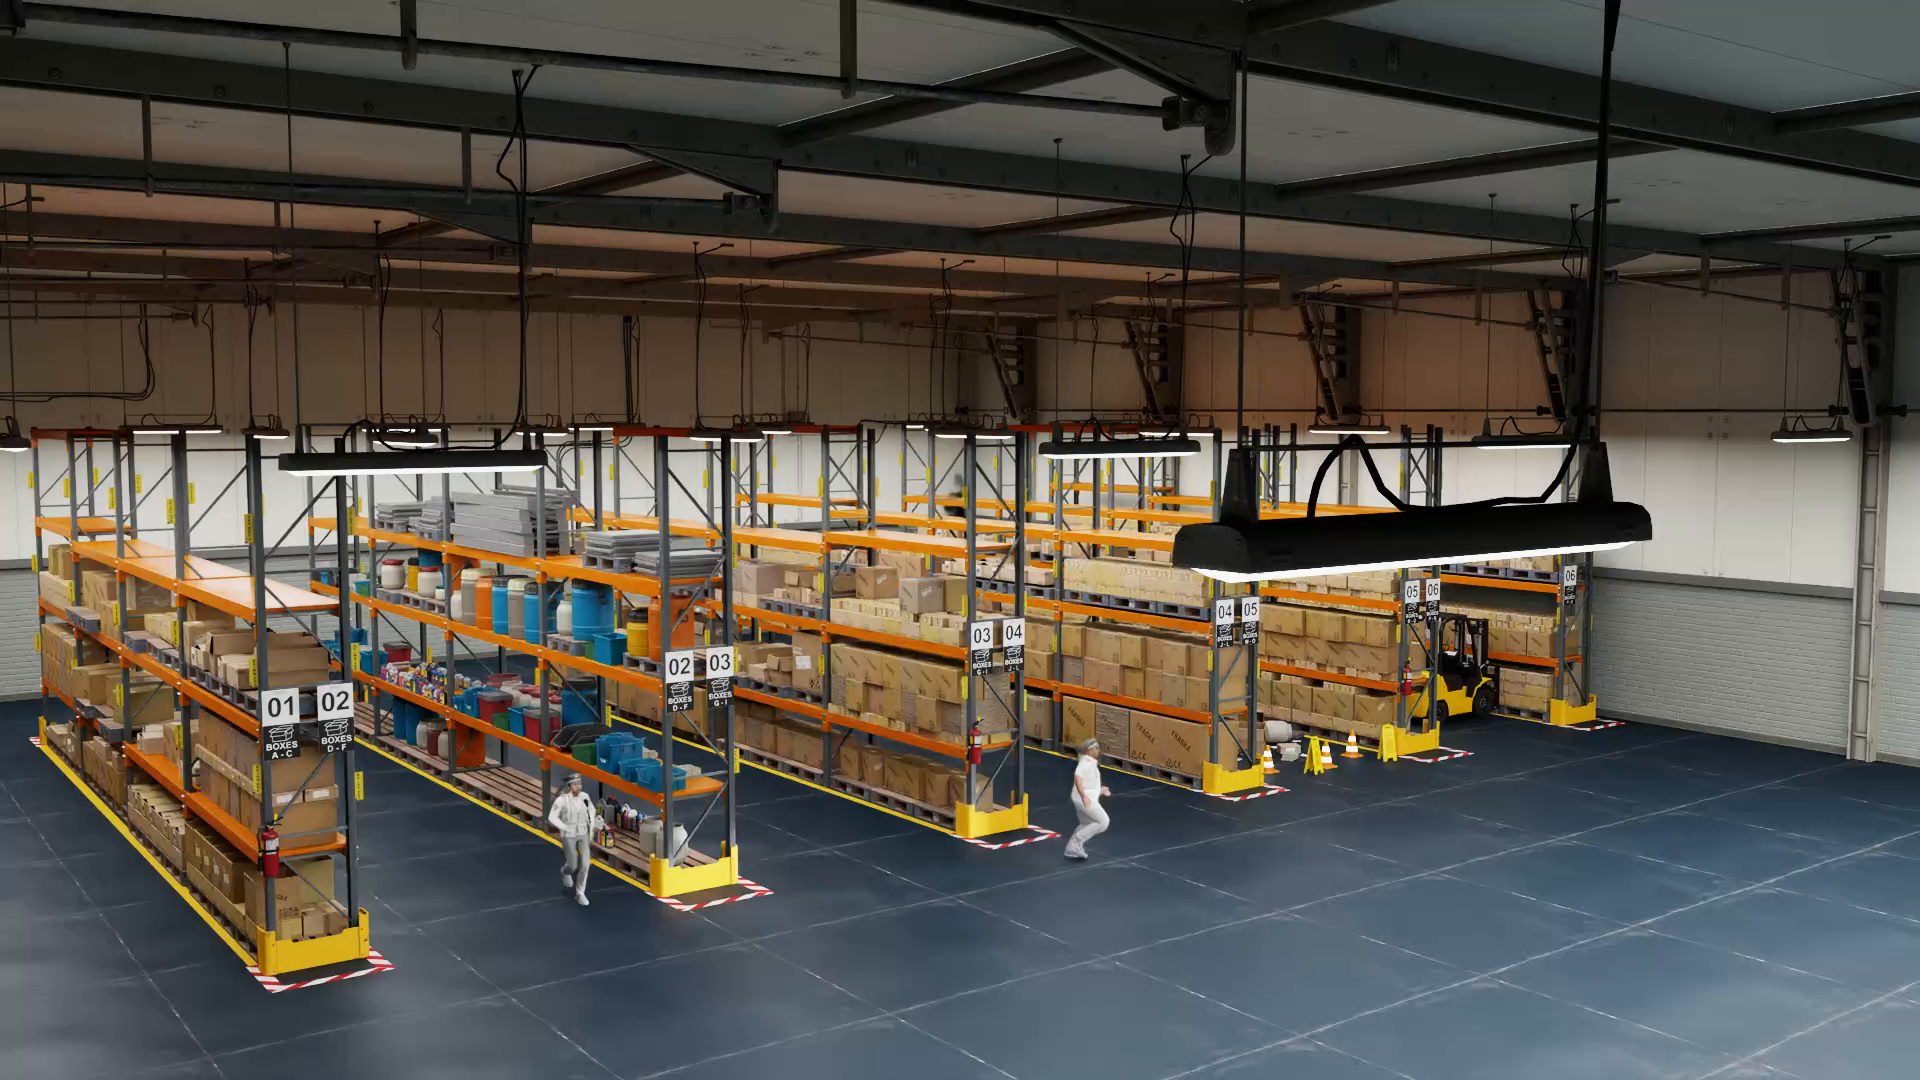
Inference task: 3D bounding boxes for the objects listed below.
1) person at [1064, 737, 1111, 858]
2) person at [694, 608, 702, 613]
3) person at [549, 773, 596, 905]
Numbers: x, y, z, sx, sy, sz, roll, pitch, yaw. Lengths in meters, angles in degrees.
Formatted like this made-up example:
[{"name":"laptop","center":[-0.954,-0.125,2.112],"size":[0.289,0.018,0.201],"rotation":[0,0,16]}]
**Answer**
[{"name":"person","center":[1.804,3.630,23.448],"size":[0.653,1.707,0.602],"rotation":[0,4,-3]},{"name":"person","center":[-6.254,2.457,39.318],"size":[0.652,1.674,0.620],"rotation":[0,4,2]},{"name":"person","center":[-4.989,3.828,21.494],"size":[0.658,1.680,0.704],"rotation":[-3,5,-33]}]
